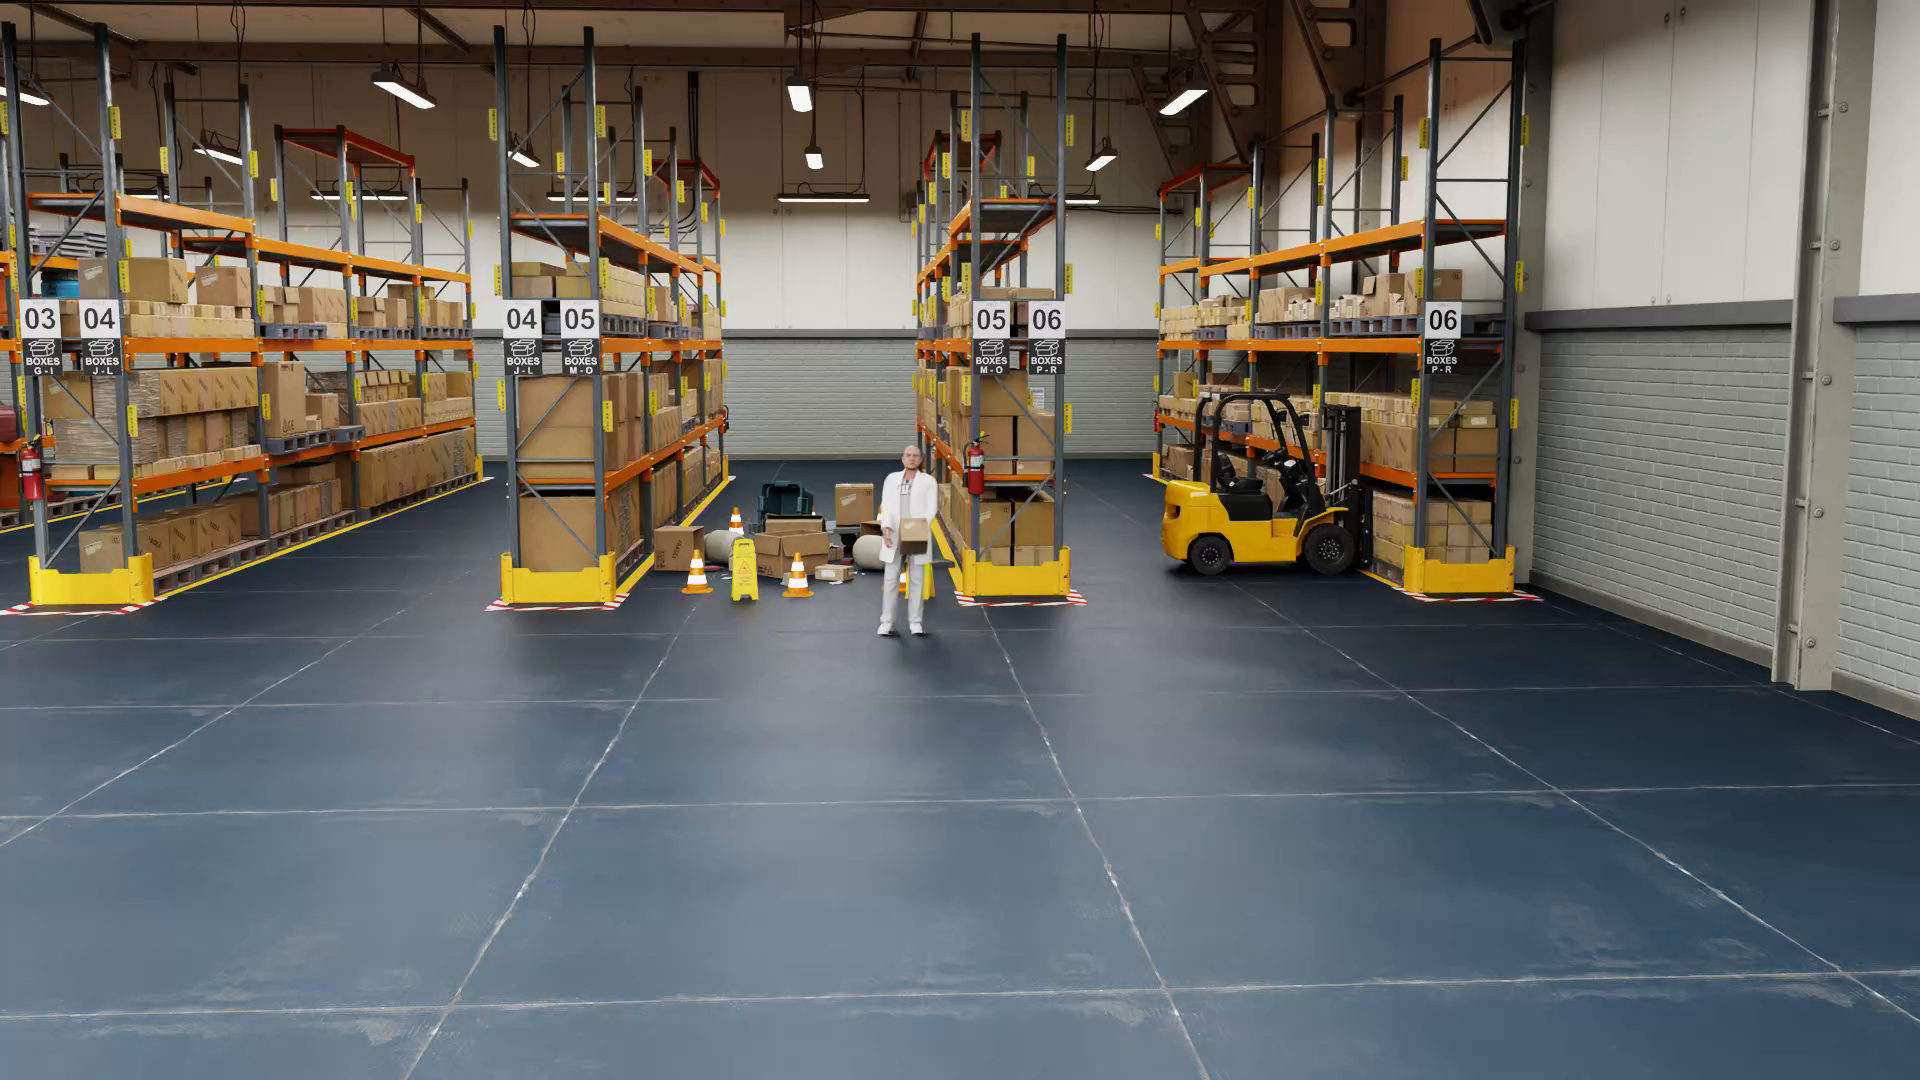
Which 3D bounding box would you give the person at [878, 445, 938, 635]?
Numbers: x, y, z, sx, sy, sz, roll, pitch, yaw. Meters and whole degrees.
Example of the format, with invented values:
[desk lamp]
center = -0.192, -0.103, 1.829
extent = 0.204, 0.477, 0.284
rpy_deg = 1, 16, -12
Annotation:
[person]
center = -0.499, 0.002, 15.760
extent = 0.557, 1.780, 0.528
rpy_deg = 1, 7, 9
